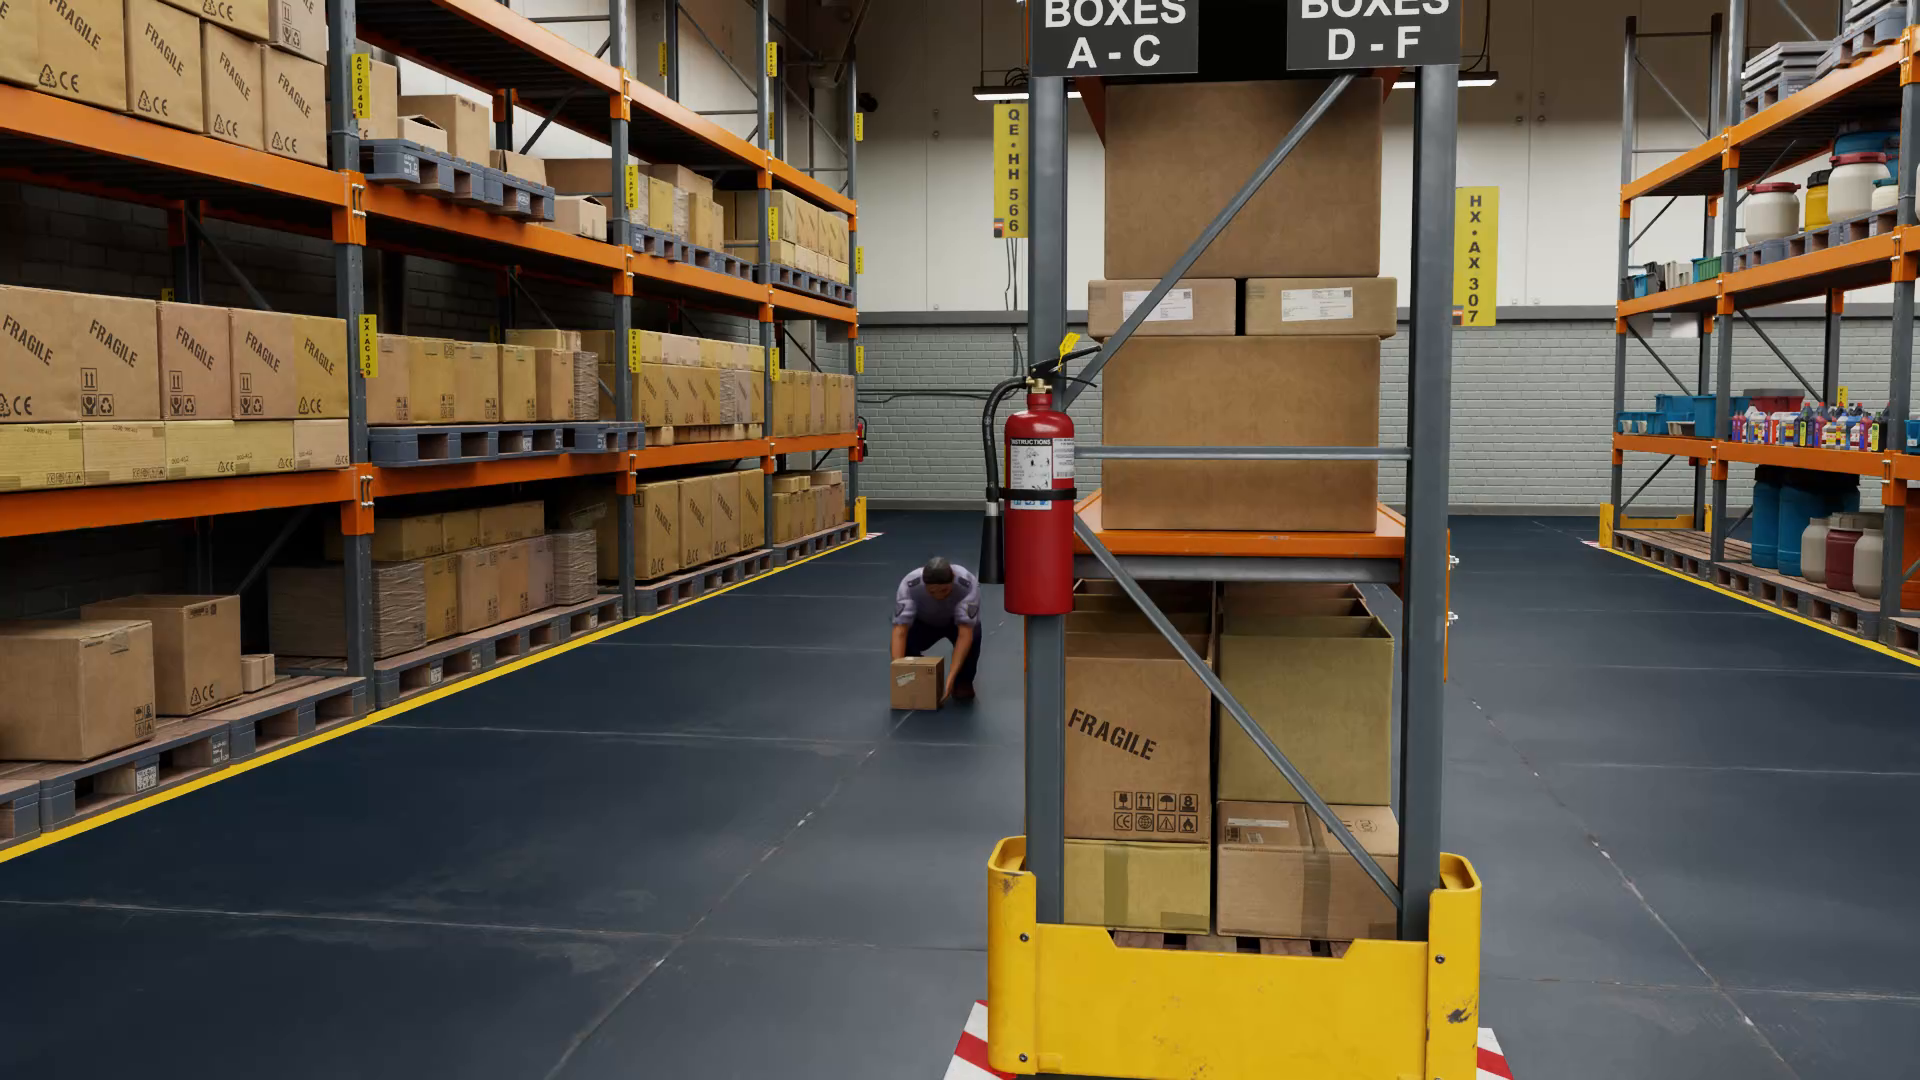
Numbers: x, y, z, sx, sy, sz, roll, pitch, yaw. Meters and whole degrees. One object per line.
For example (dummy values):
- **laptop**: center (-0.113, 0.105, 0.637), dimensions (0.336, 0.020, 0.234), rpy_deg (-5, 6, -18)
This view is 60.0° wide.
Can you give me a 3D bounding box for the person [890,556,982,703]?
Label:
- **person**: center (-0.117, 0.477, 9.303), dimensions (0.518, 0.819, 0.818), rpy_deg (1, 5, 9)
